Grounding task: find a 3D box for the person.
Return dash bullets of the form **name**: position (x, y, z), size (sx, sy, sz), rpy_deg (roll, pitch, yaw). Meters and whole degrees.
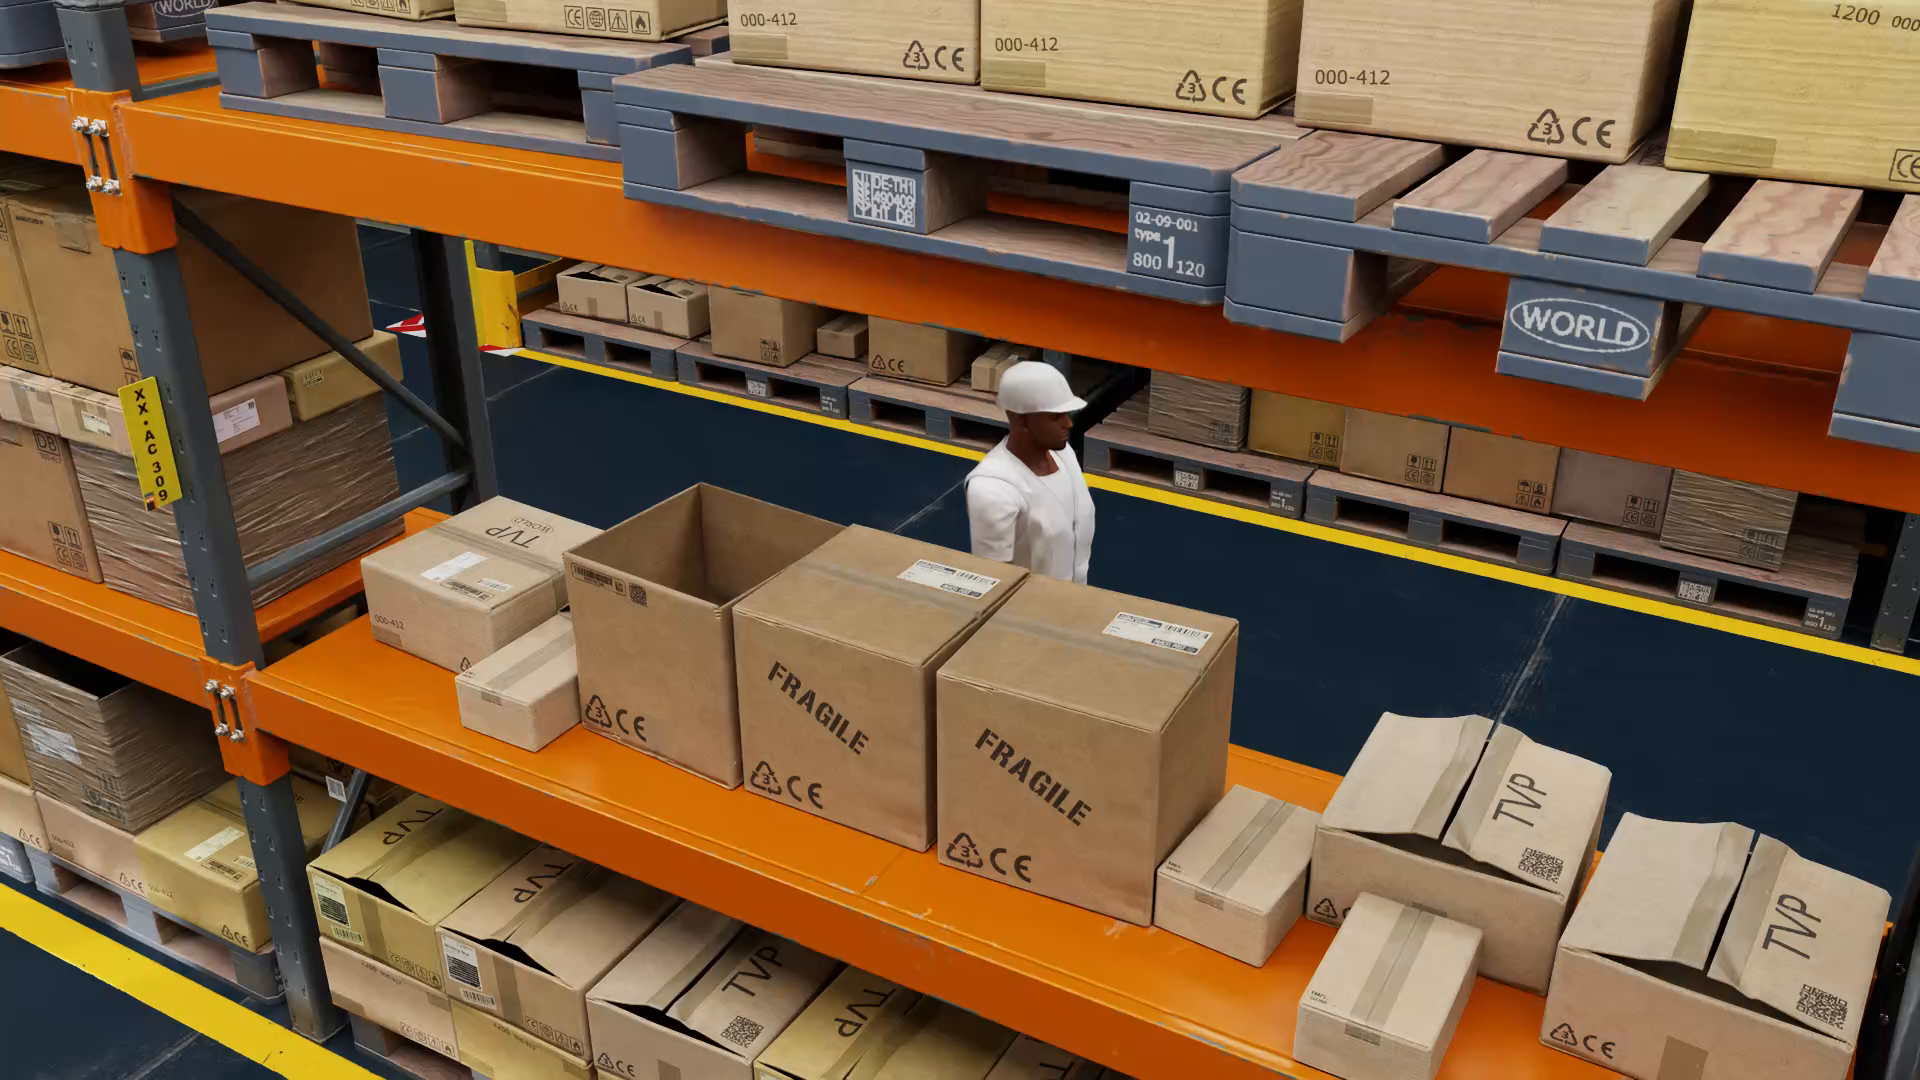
- **person**: position (0.253, 0.243, 5.601), size (0.362, 1.761, 0.563), rpy_deg (15, 30, 28)
